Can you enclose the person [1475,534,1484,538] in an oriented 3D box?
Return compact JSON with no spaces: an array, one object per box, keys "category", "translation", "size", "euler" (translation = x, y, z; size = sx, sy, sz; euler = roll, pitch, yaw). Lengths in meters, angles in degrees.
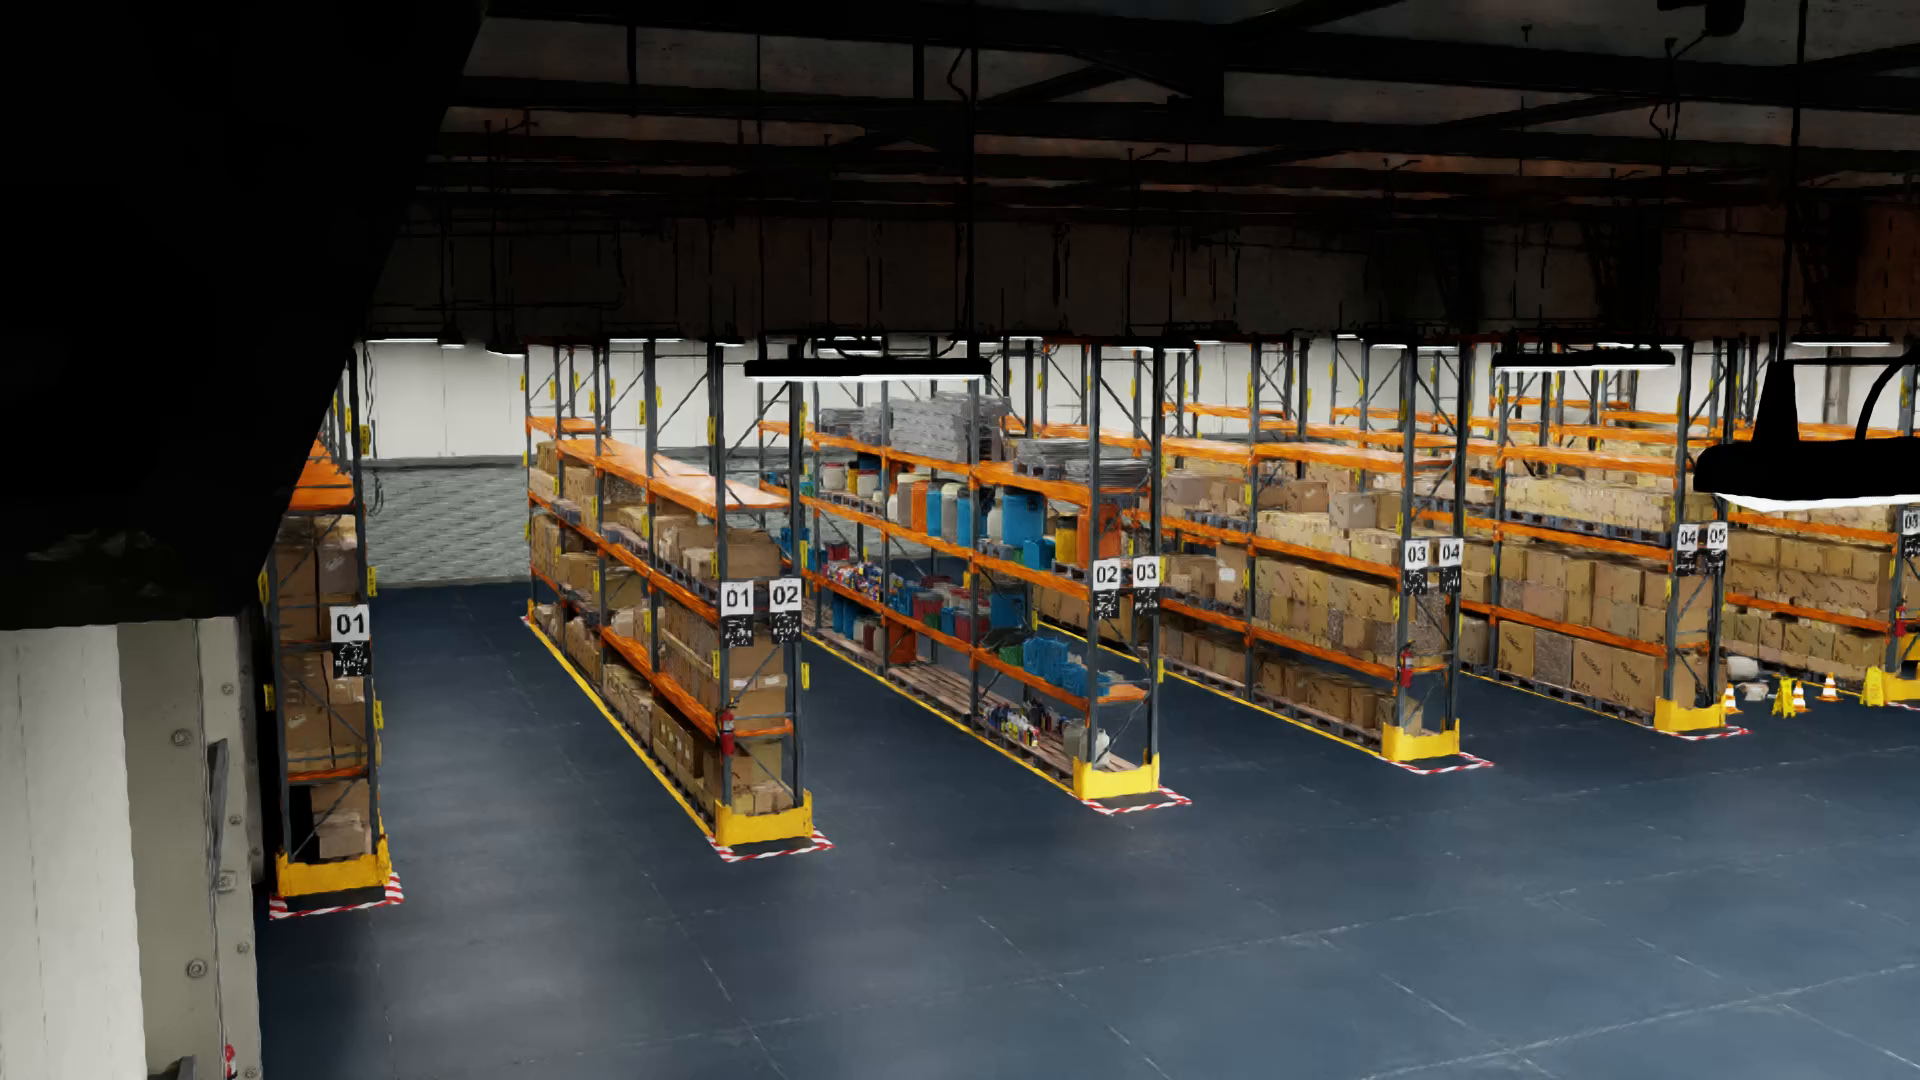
[{"category":"person","translation":[11.034,0.736,35.436],"size":[0.729,1.773,0.489],"euler":[6,10,38]}]
